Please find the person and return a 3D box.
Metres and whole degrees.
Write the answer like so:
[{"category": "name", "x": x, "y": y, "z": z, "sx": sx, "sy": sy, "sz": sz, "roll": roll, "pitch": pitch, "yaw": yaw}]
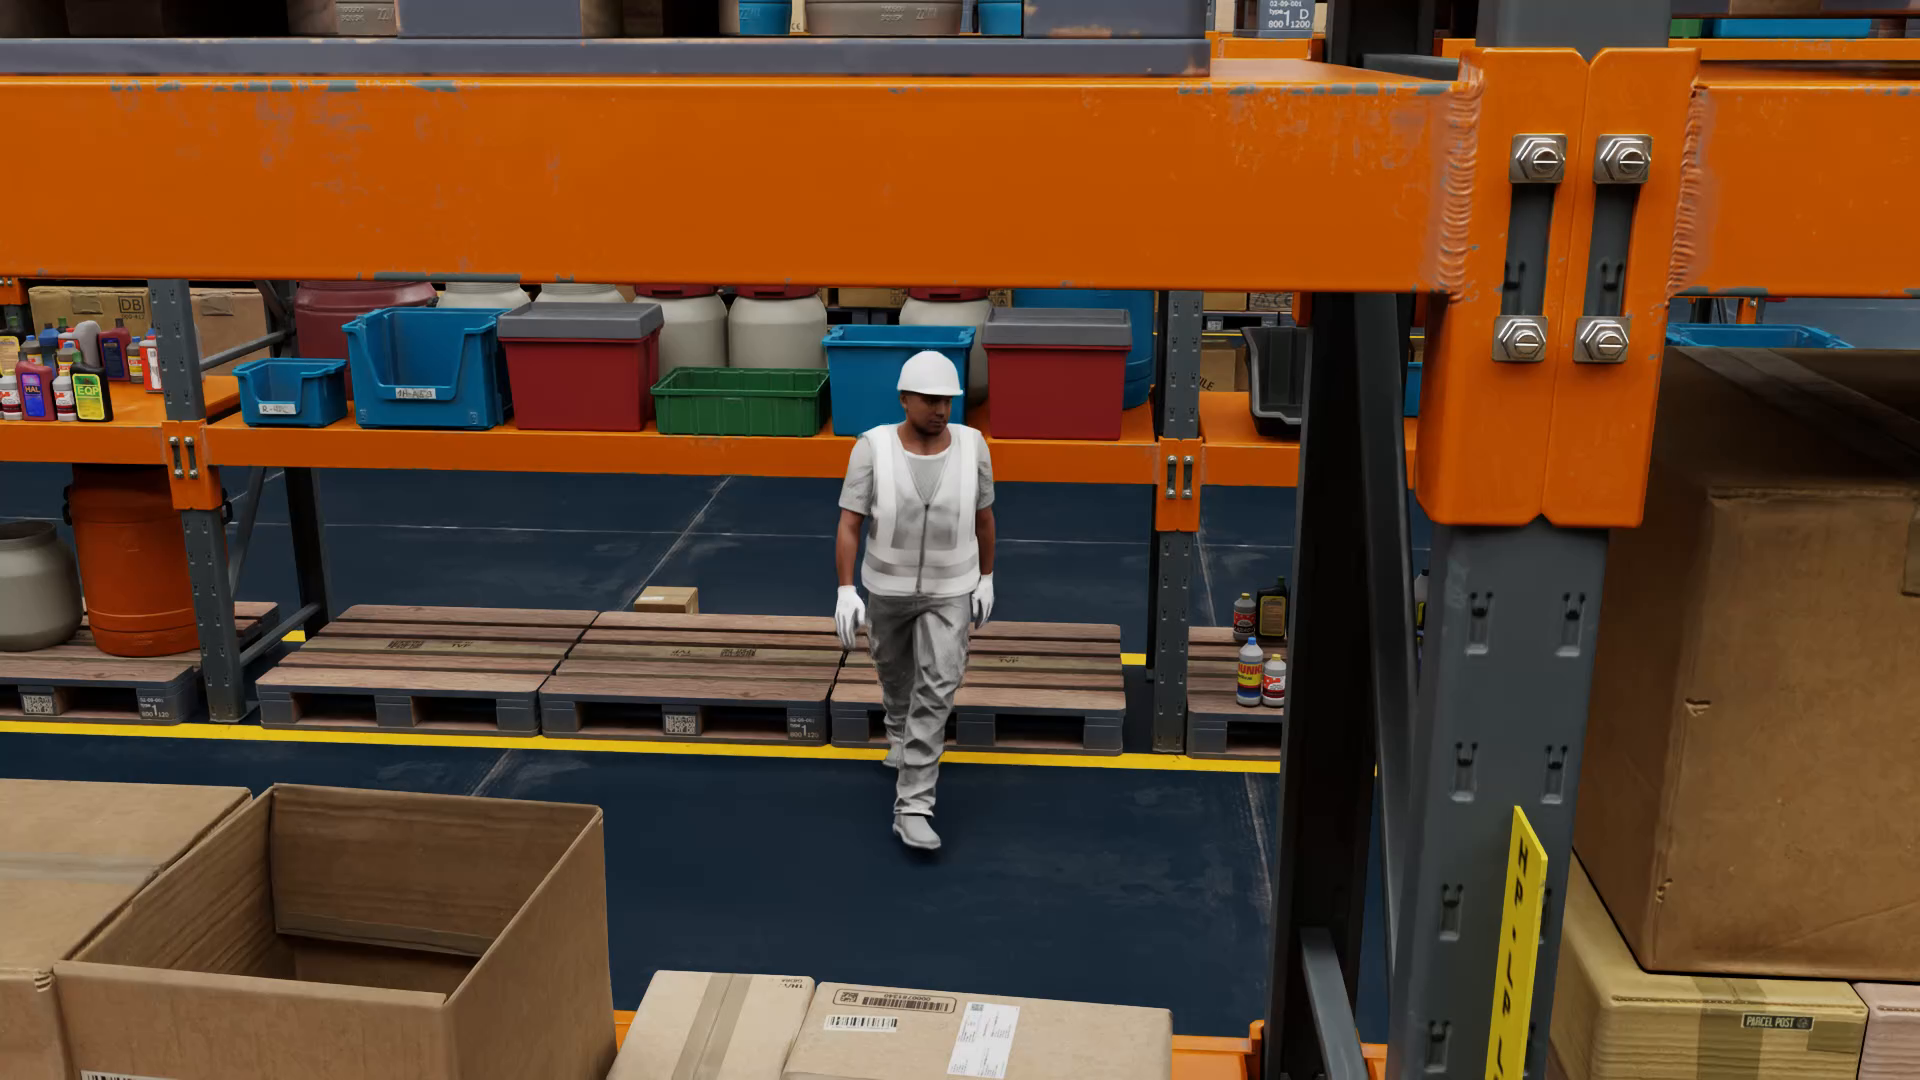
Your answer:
[{"category": "person", "x": -0.156, "y": 0.177, "z": 6.056, "sx": 0.577, "sy": 1.749, "sz": 0.959, "roll": 0, "pitch": 17, "yaw": -1}]
